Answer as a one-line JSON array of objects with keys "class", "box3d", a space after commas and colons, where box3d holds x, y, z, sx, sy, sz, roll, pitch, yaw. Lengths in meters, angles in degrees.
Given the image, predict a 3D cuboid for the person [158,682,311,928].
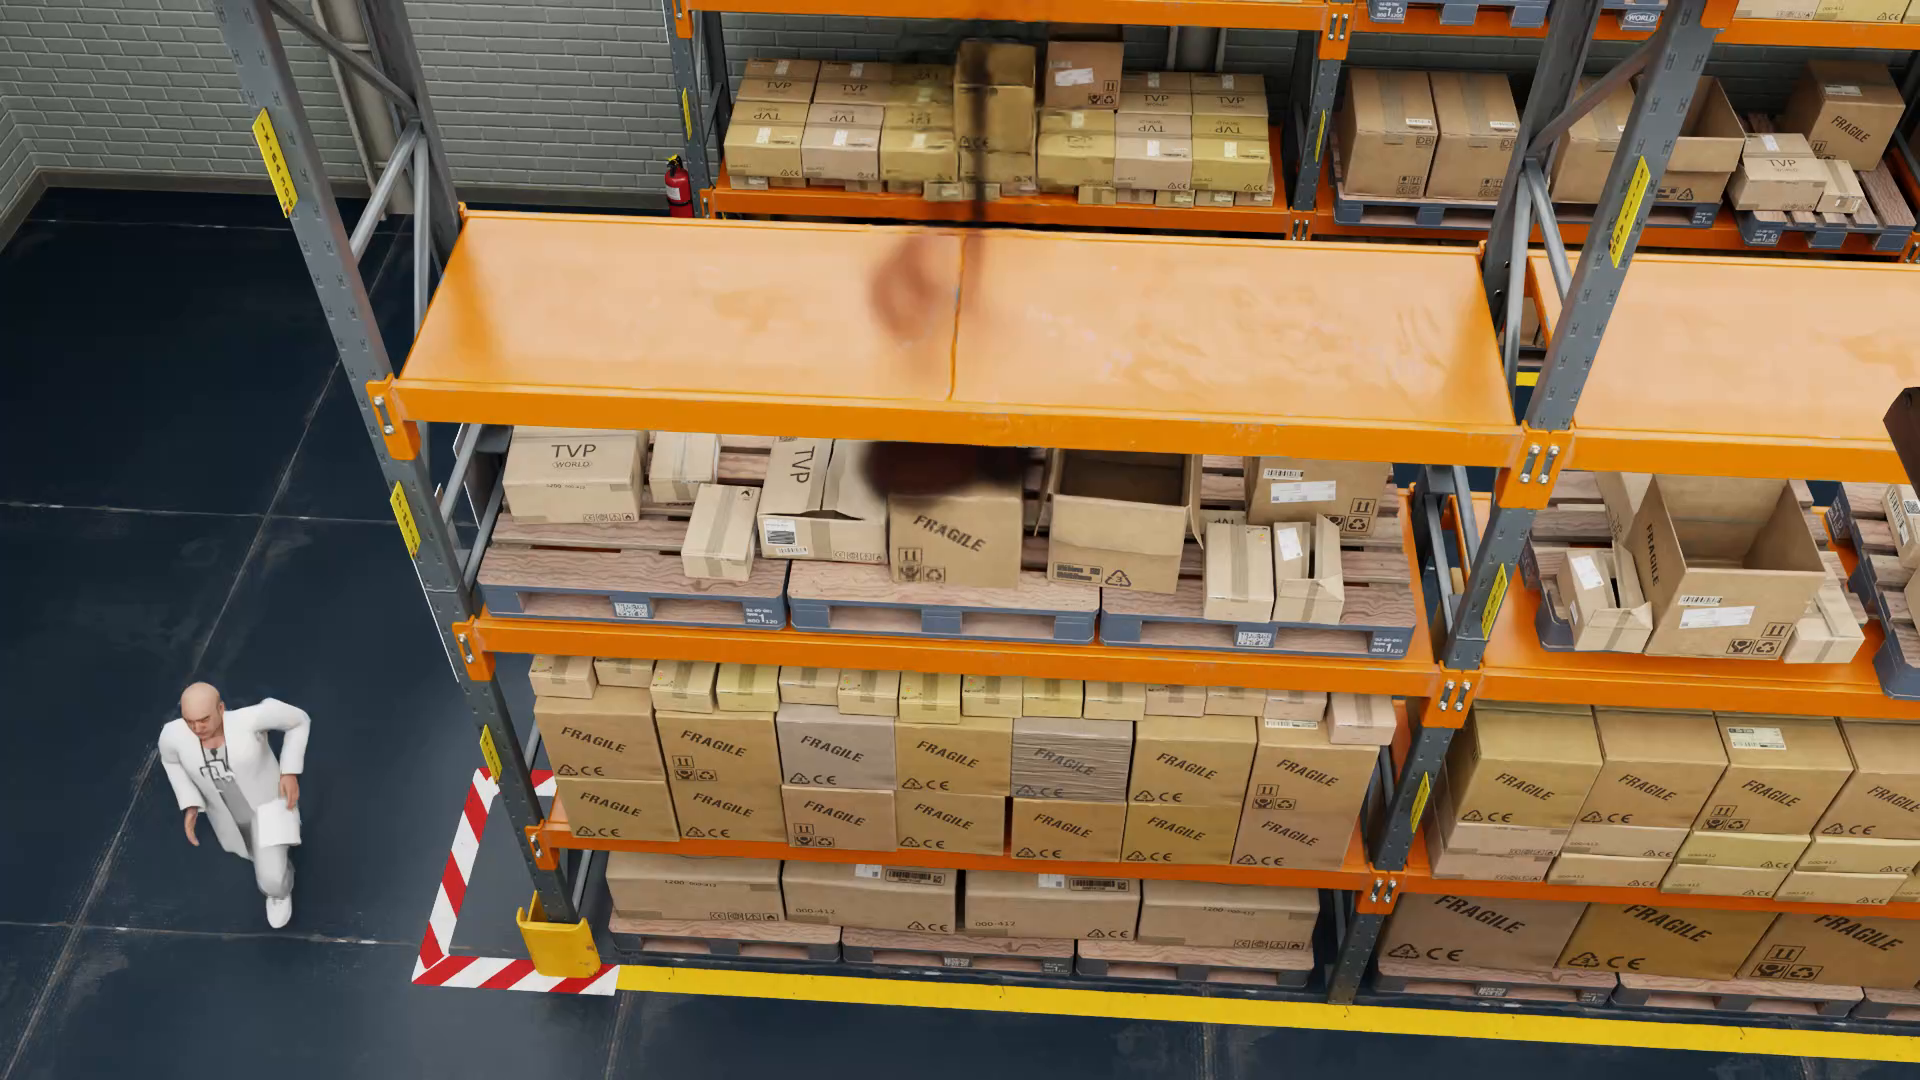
[{"class": "person", "box3d": [-3.564, 1.244, 8.353, 0.712, 1.638, 0.952, -6, 48, -5]}]
